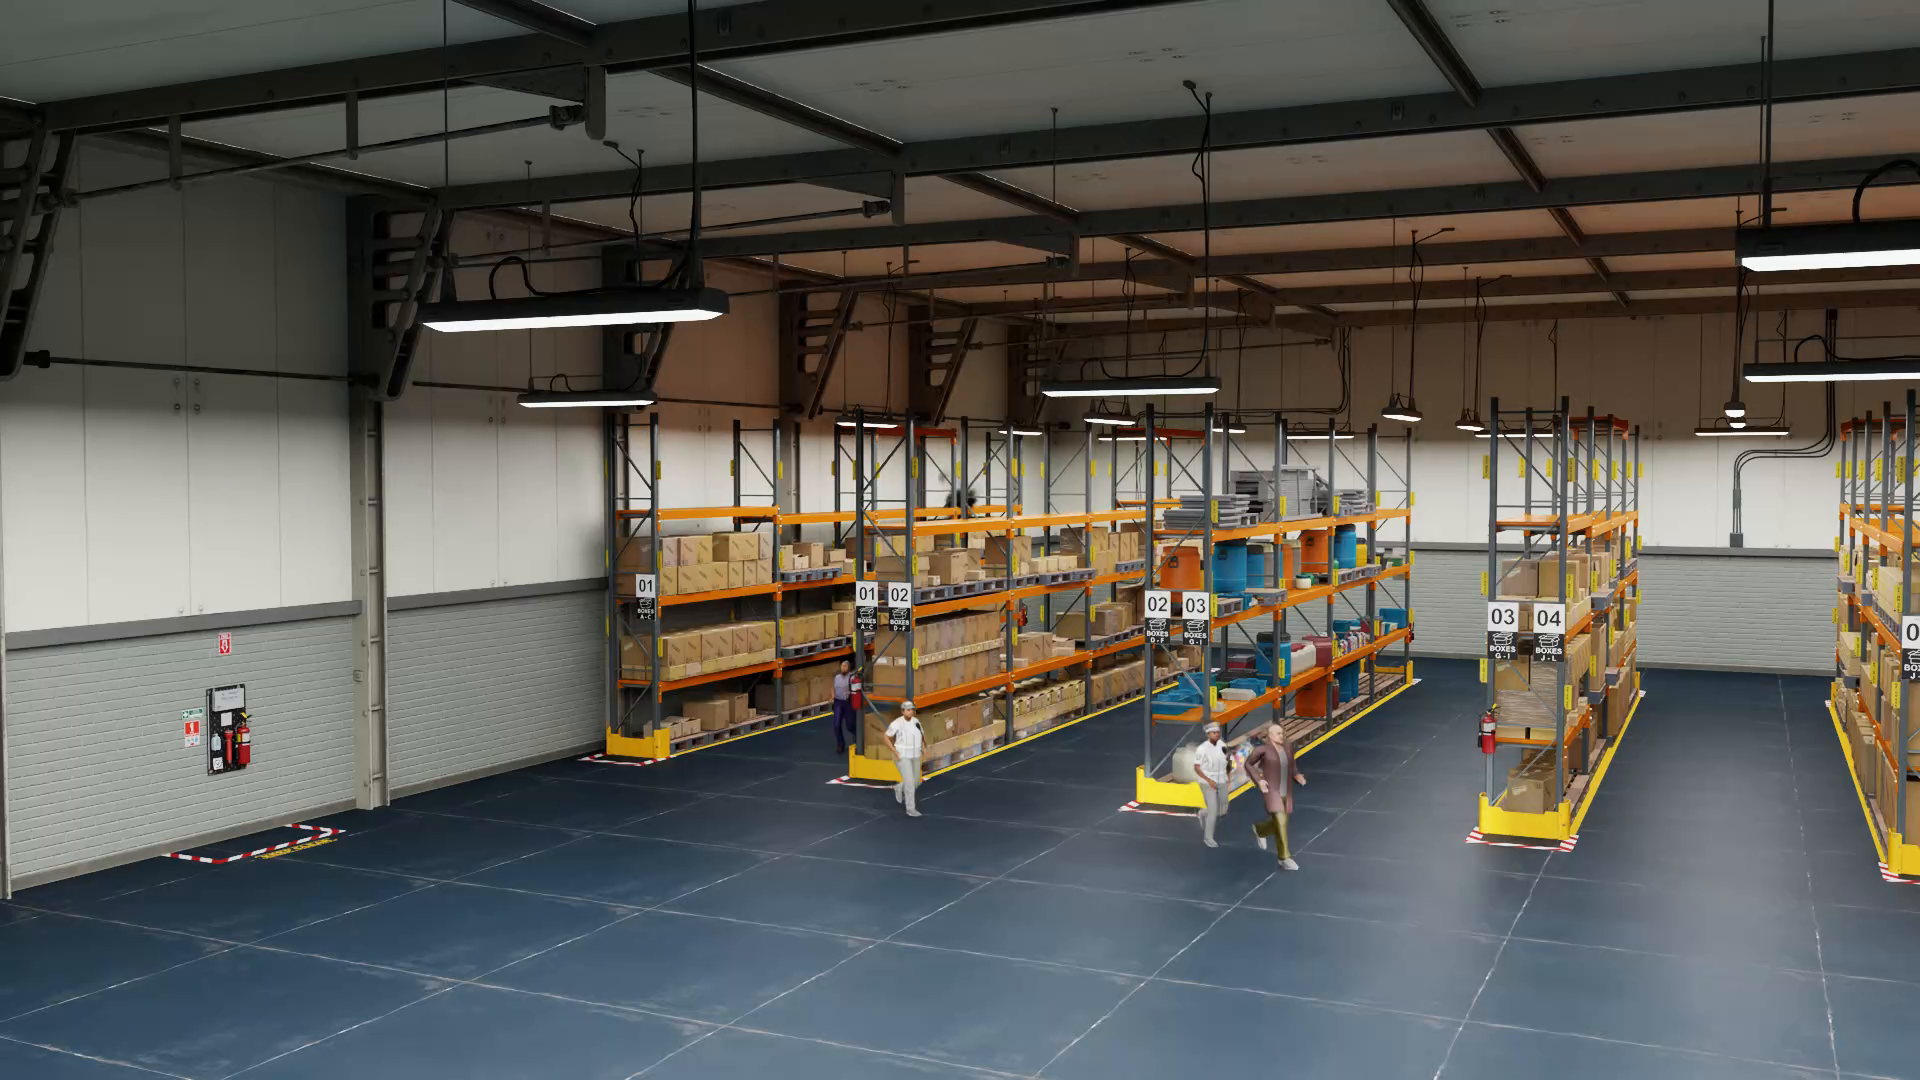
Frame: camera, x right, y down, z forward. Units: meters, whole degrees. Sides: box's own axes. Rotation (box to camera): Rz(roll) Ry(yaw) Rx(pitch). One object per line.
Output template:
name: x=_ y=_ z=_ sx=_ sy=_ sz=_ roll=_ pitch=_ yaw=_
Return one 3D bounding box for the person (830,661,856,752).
person: x=-2.046 y=2.959 z=29.673 sx=0.613 sy=1.587 sz=0.688 roll=1 pitch=3 yaw=17

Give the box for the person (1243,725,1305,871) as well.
person: x=3.995 y=3.236 z=21.147 sx=0.710 sy=1.780 sz=0.977 roll=-1 pitch=3 yaw=-28

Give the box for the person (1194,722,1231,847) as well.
person: x=3.374 y=3.249 z=22.247 sx=0.591 sy=1.663 sz=0.607 roll=-1 pitch=3 yaw=-25

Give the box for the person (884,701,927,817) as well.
person: x=-0.795 y=3.163 z=24.247 sx=0.638 sy=1.641 sz=0.796 roll=-2 pitch=3 yaw=-36
